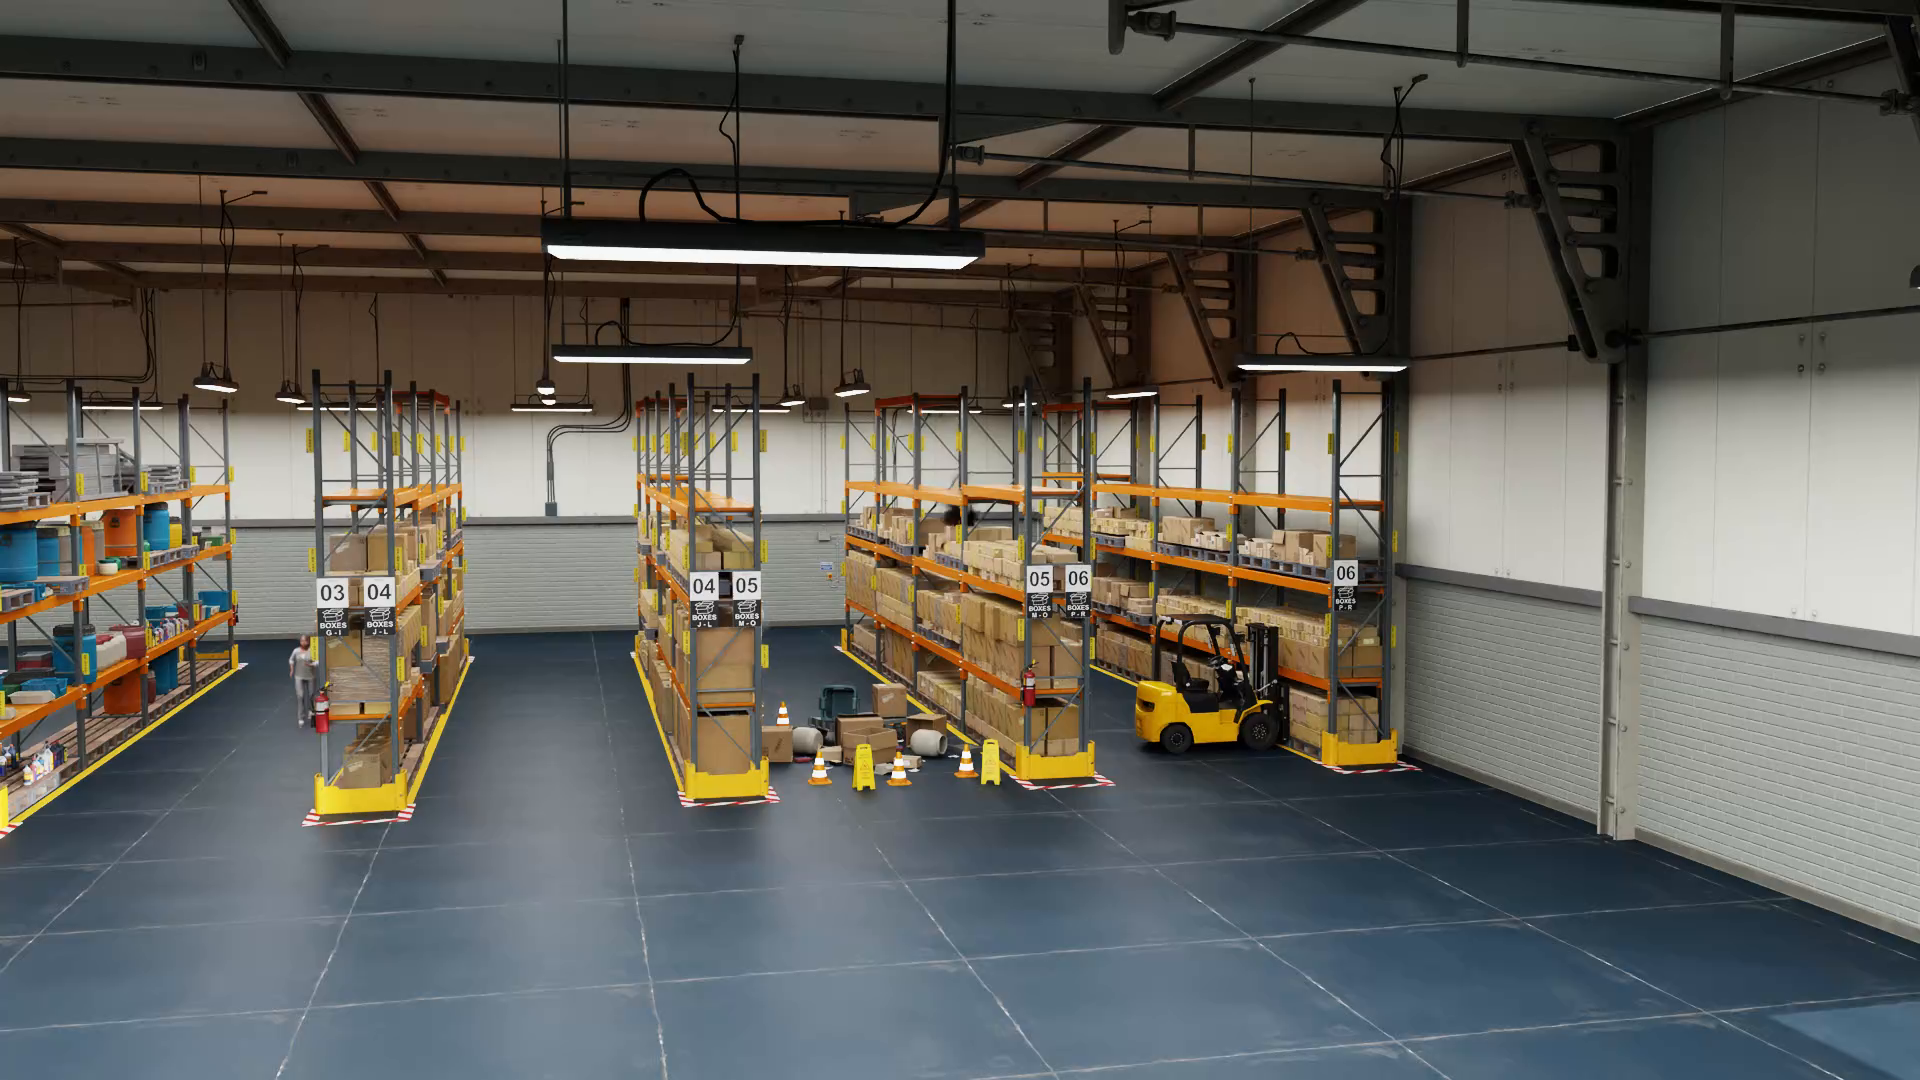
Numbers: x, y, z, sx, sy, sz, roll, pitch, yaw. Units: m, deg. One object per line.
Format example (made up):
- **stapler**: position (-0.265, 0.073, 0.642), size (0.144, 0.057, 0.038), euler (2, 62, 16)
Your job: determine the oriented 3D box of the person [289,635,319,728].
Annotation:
- **person**: position (-11.638, 2.475, 29.541), size (0.531, 1.594, 0.883), euler (-1, 3, -18)
